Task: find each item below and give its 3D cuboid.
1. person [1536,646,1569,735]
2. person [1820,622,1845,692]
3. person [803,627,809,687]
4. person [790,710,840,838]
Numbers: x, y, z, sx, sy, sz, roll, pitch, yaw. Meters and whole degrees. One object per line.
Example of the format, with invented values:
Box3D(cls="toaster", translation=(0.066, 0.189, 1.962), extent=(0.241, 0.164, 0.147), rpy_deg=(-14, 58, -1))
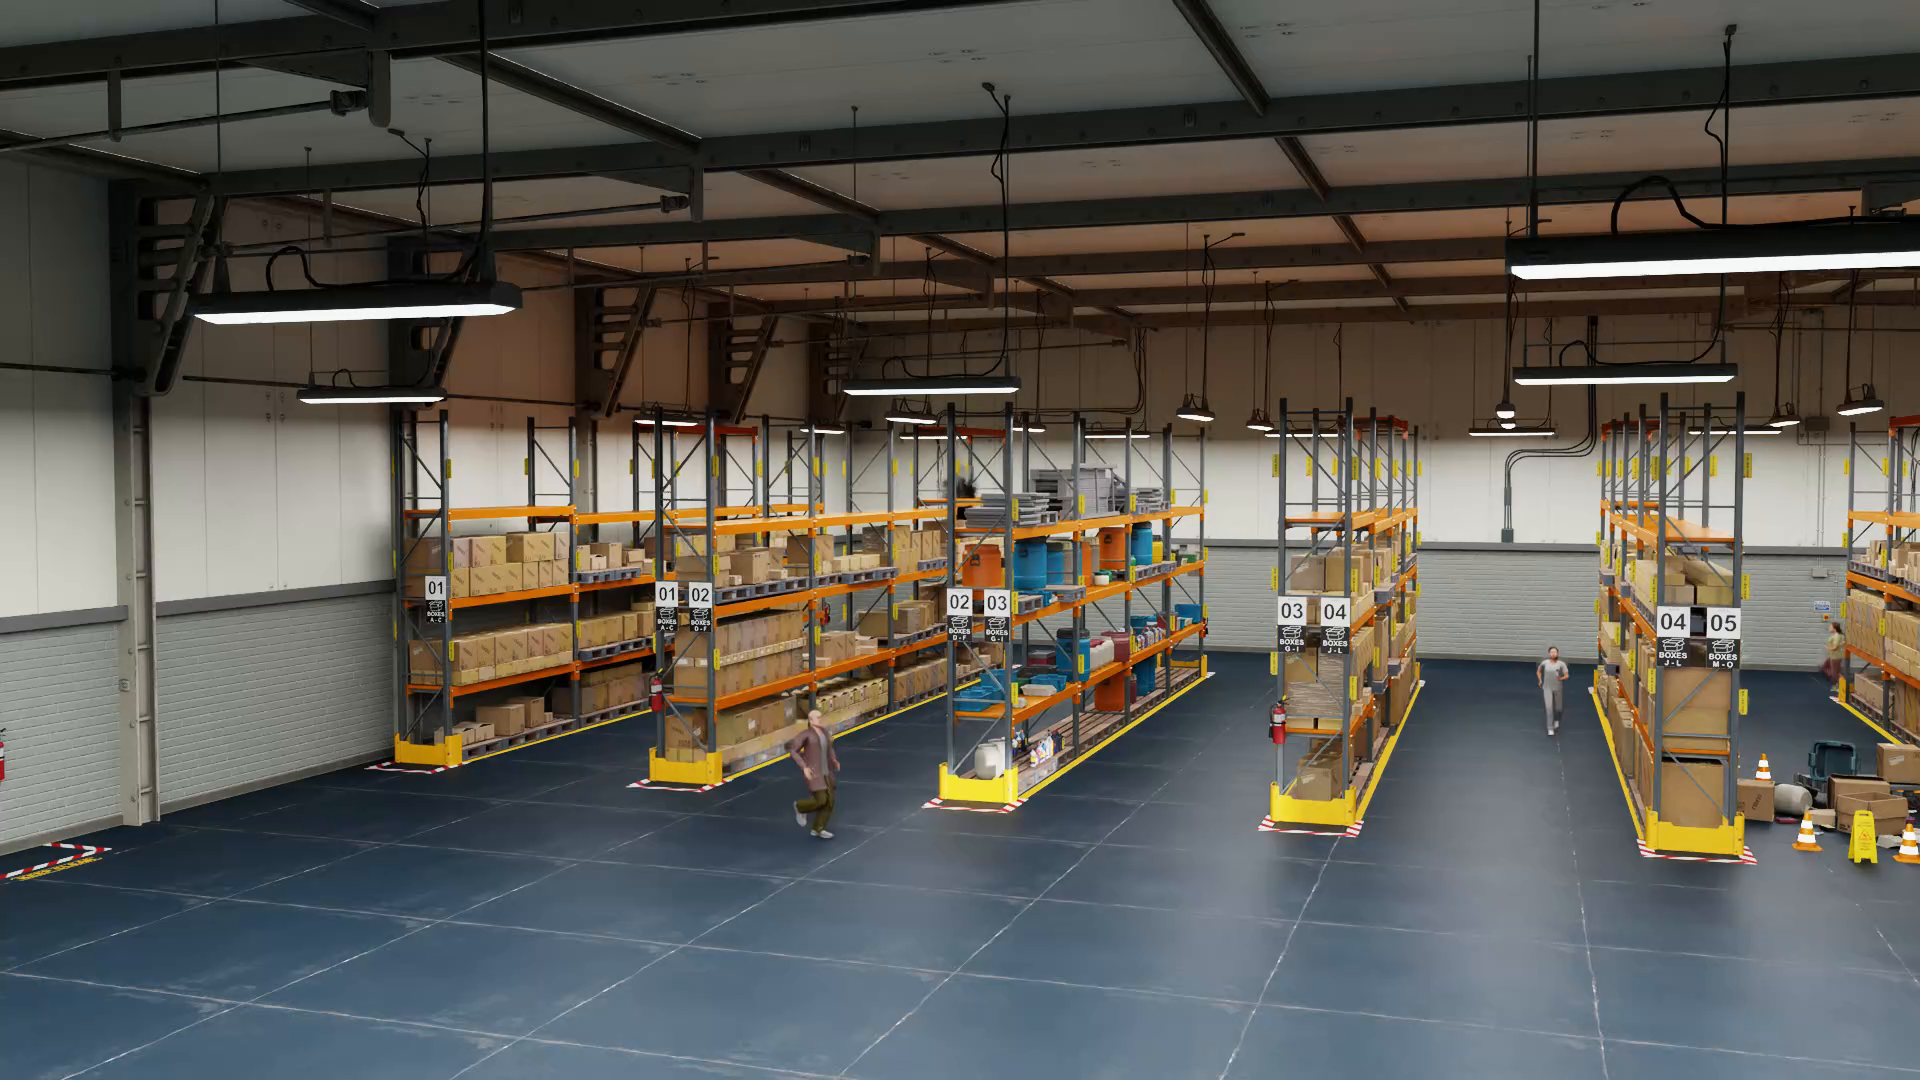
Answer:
Box3D(cls="person", translation=(11.175, 2.825, 31.363), extent=(0.576, 1.643, 0.896), rpy_deg=(1, 3, 19))
Box3D(cls="person", translation=(19.455, 2.609, 36.942), extent=(0.617, 1.609, 0.676), rpy_deg=(1, 3, 28))
Box3D(cls="person", translation=(-3.165, 2.679, 34.765), extent=(0.592, 1.721, 0.747), rpy_deg=(1, 3, 13))
Box3D(cls="person", translation=(-1.962, 3.179, 22.645), extent=(0.631, 1.714, 0.726), rpy_deg=(2, 3, 42))
